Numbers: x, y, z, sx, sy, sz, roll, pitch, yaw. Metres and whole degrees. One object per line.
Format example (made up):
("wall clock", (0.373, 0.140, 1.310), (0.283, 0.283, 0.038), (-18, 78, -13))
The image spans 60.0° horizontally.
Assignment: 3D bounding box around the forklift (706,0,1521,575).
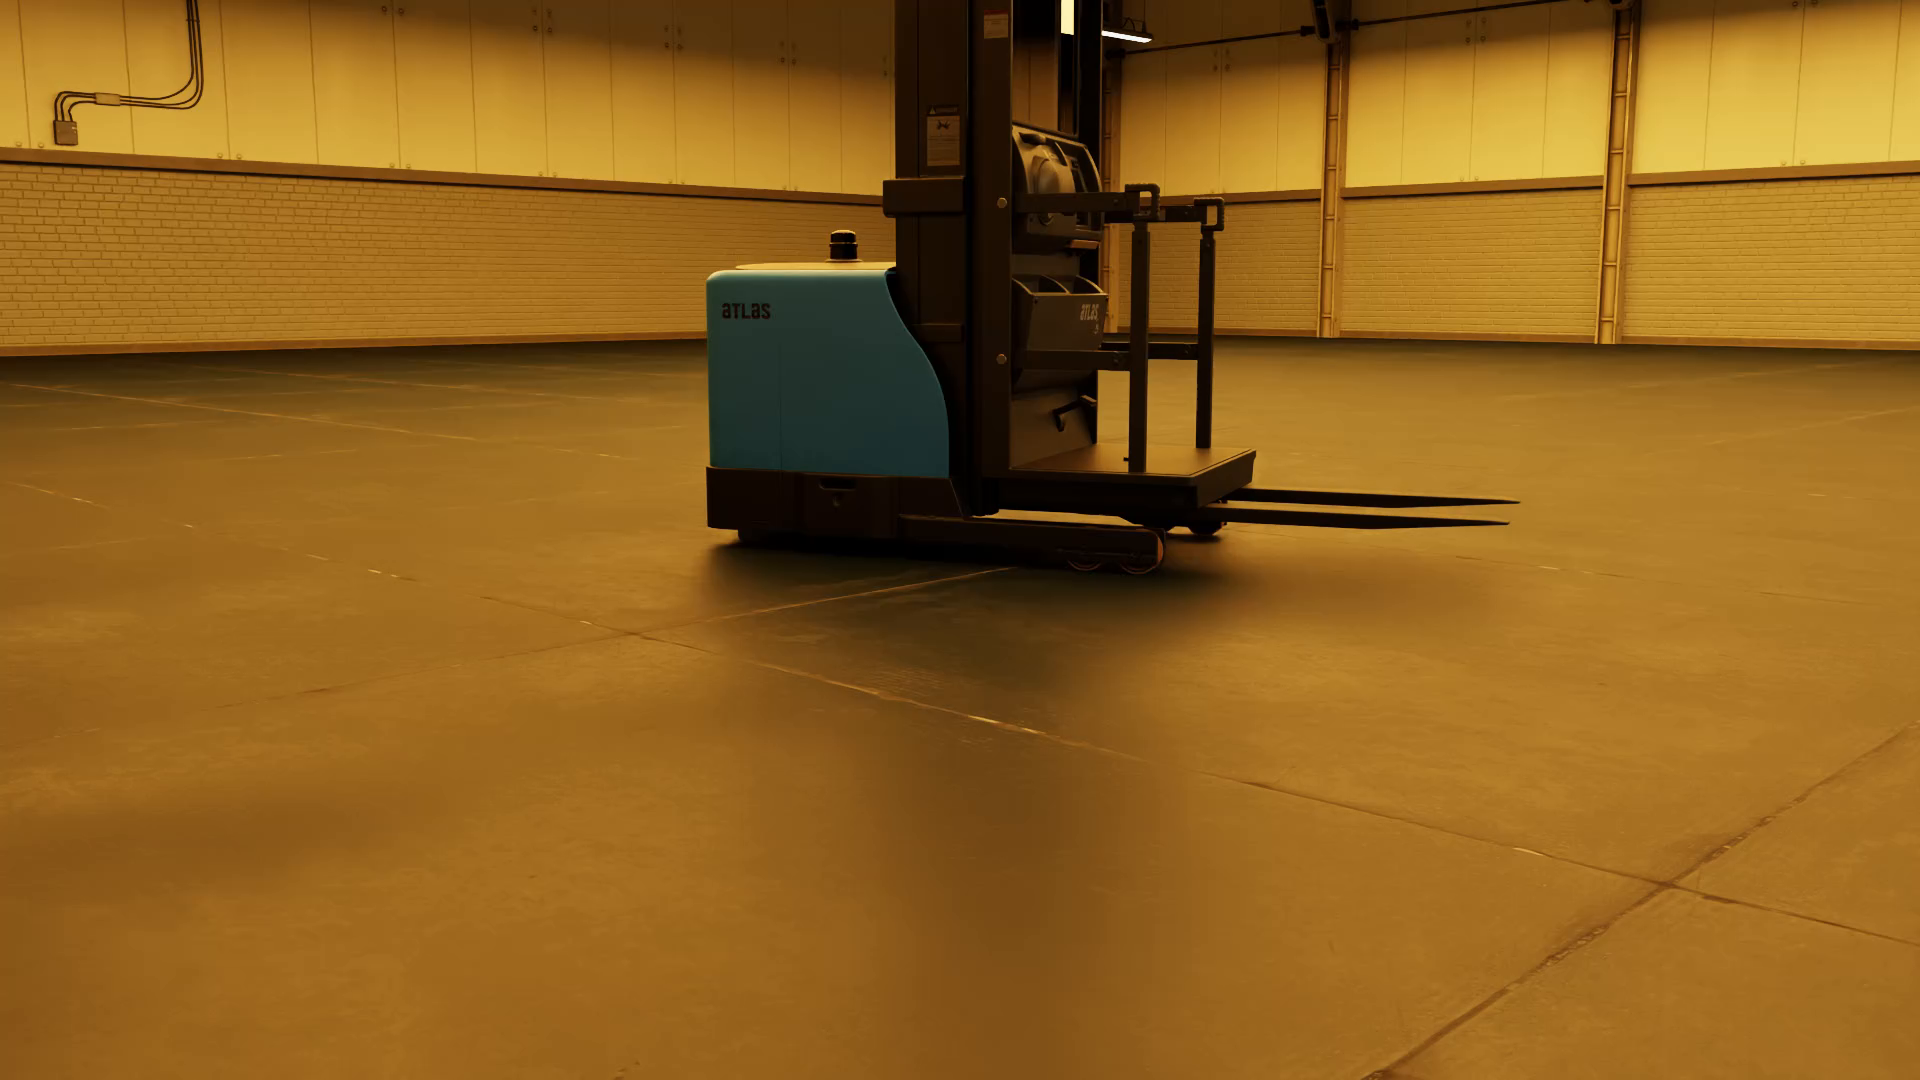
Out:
("forklift", (0.565, -1.416, 6.275), (3.031, 2.935, 1.130), (3, 9, 22))
